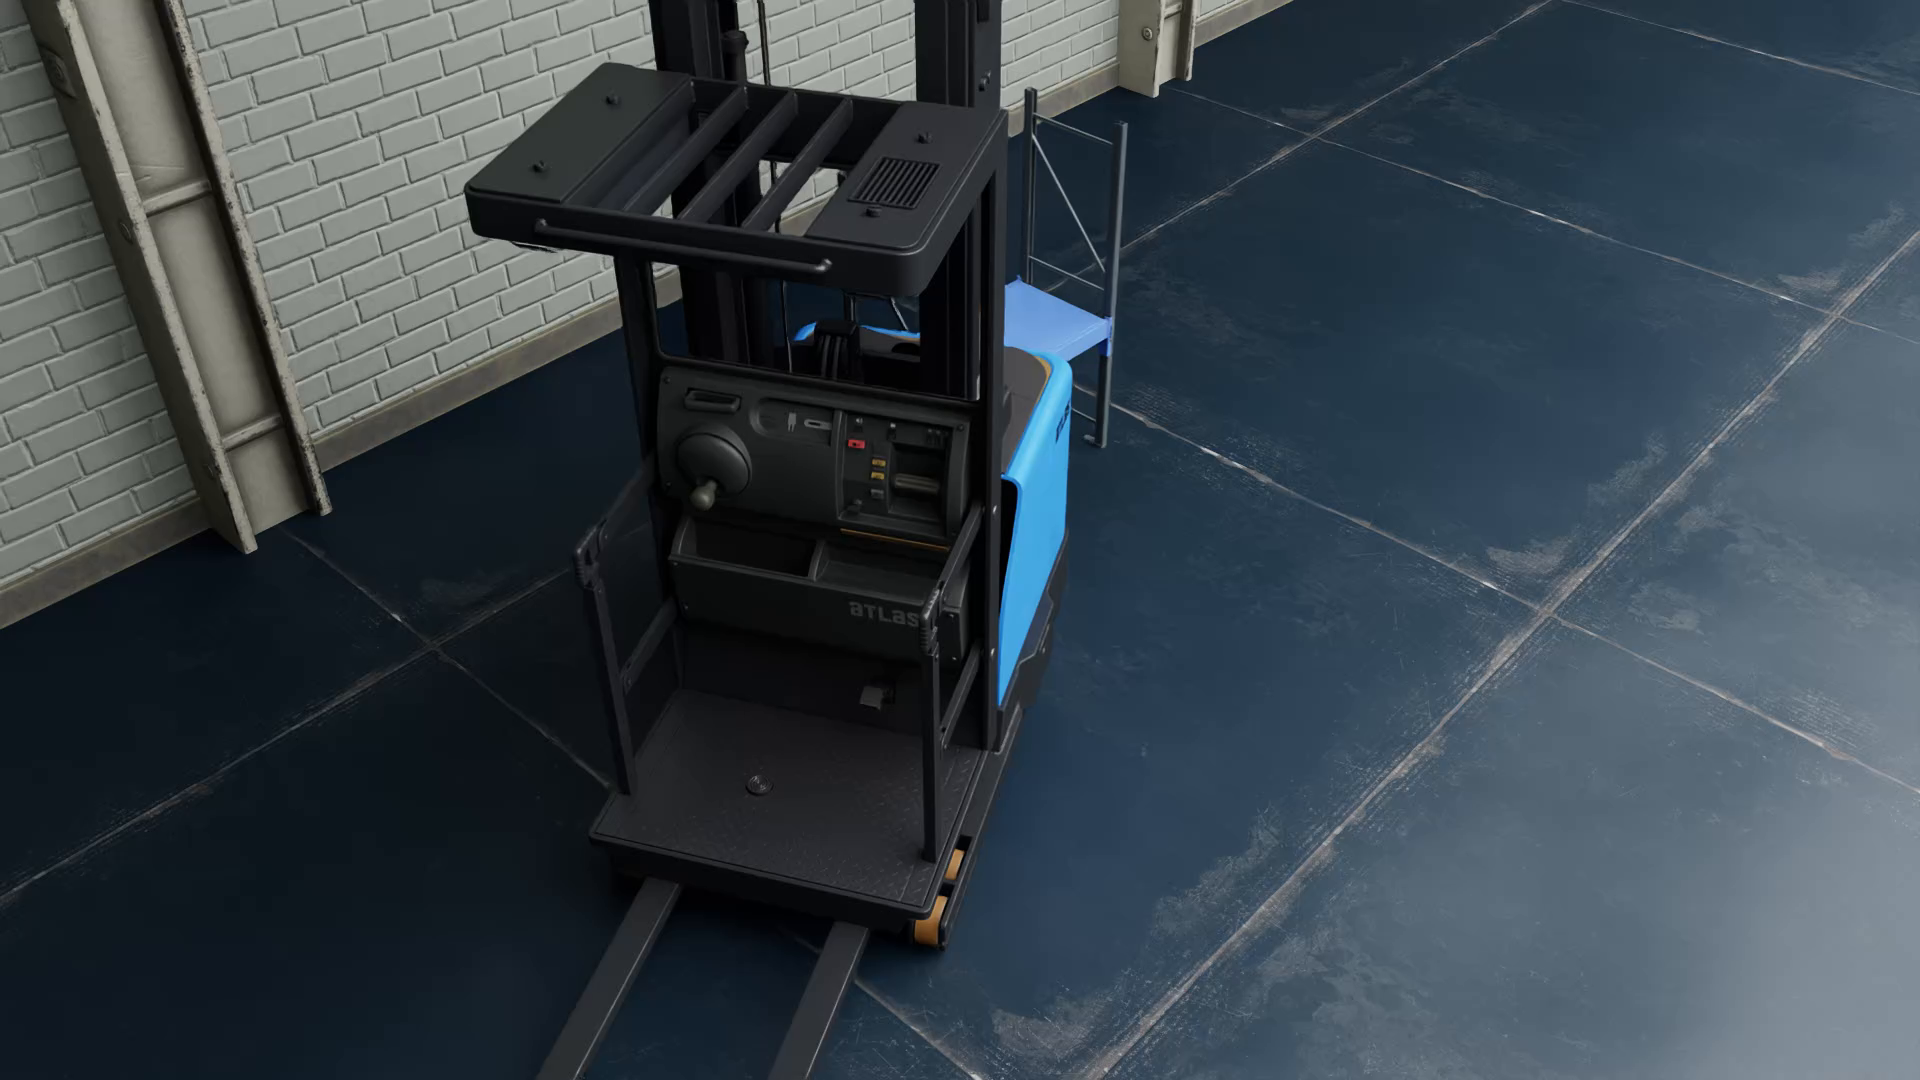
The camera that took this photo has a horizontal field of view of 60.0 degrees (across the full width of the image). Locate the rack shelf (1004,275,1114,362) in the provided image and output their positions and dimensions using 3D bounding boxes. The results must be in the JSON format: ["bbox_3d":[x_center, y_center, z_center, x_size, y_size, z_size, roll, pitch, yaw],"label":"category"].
[{"bbox_3d":[0.099,-0.729,6.750,0.538,0.185,1.000,30,48,33],"label":"rack shelf"}]

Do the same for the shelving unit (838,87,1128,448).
[{"bbox_3d":[0.099,-0.869,6.638,0.538,1.500,1.048,30,48,33],"label":"shelving unit"}]

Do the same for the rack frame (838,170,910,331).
[{"bbox_3d":[-0.250,-0.639,6.349,0.500,1.500,0.032,30,48,33],"label":"rack frame"}]

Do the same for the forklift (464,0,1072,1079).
[{"bbox_3d":[-0.485,-0.162,4.599,1.130,2.935,3.031,10,40,12],"label":"forklift"}]

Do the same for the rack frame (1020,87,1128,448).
[{"bbox_3d":[0.448,-1.099,6.928,0.500,1.500,0.032,30,48,33],"label":"rack frame"}]

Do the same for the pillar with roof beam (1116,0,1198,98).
[{"bbox_3d":[4.377,-4.567,5.263,9.100,9.000,0.400,30,47,32],"label":"pillar with roof beam"}]

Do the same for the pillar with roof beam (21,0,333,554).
[{"bbox_3d":[0.329,-1.811,1.797,9.100,9.000,0.400,30,47,32],"label":"pillar with roof beam"}]
